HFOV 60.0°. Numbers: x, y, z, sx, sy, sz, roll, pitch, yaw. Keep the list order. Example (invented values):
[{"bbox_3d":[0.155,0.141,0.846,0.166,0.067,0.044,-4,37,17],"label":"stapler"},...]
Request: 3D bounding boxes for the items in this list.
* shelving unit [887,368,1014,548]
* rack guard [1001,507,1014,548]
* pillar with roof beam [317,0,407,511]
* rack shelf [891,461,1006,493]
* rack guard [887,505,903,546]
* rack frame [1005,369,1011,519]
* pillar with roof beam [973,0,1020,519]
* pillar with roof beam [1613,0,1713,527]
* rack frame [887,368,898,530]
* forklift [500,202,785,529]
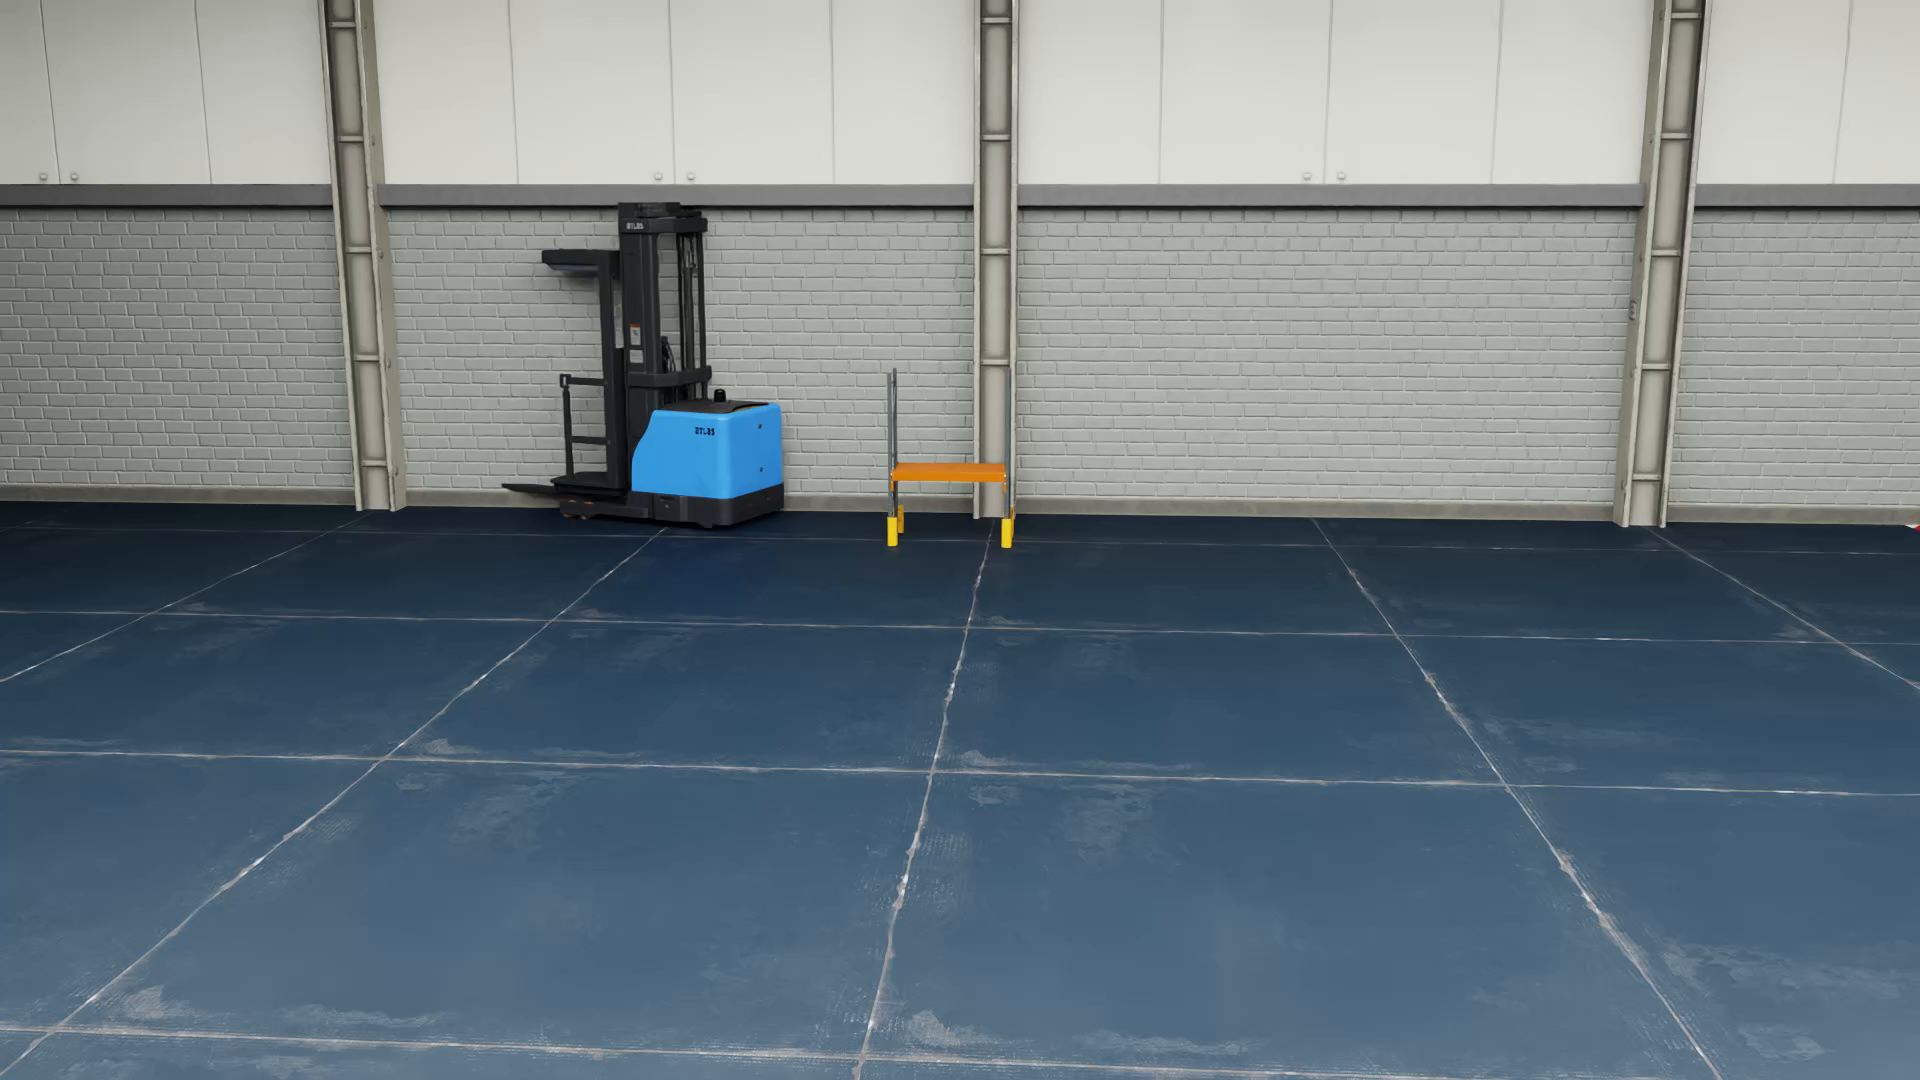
[{"bbox_3d":[-0.076,-0.735,14.619,1.083,1.500,0.587,1,12,4],"label":"shelving unit"},{"bbox_3d":[0.421,-0.117,14.715,0.087,0.250,0.587,1,12,4],"label":"rack guard"},{"bbox_3d":[-5.942,-3.839,11.142,0.400,9.000,9.100,1,12,4],"label":"pillar with roof beam"},{"bbox_3d":[-0.085,-0.559,14.657,1.000,0.185,0.538,1,12,4],"label":"rack shelf"},{"bbox_3d":[-0.573,-0.130,14.780,0.087,0.250,0.587,1,12,4],"label":"rack guard"},{"bbox_3d":[0.422,-0.728,14.587,0.032,1.500,0.500,1,12,4],"label":"rack frame"},{"bbox_3d":[0.044,-3.757,10.749,0.400,9.000,9.100,1,12,4],"label":"pillar with roof beam"},{"bbox_3d":[6.031,-3.675,10.357,0.400,9.000,9.100,1,12,4],"label":"pillar with roof beam"},{"bbox_3d":[-0.592,-0.742,14.653,0.032,1.500,0.500,1,12,4],"label":"rack frame"},{"bbox_3d":[-3.235,-1.720,15.833,3.031,2.935,1.130,6,13,25],"label":"forklift"}]
